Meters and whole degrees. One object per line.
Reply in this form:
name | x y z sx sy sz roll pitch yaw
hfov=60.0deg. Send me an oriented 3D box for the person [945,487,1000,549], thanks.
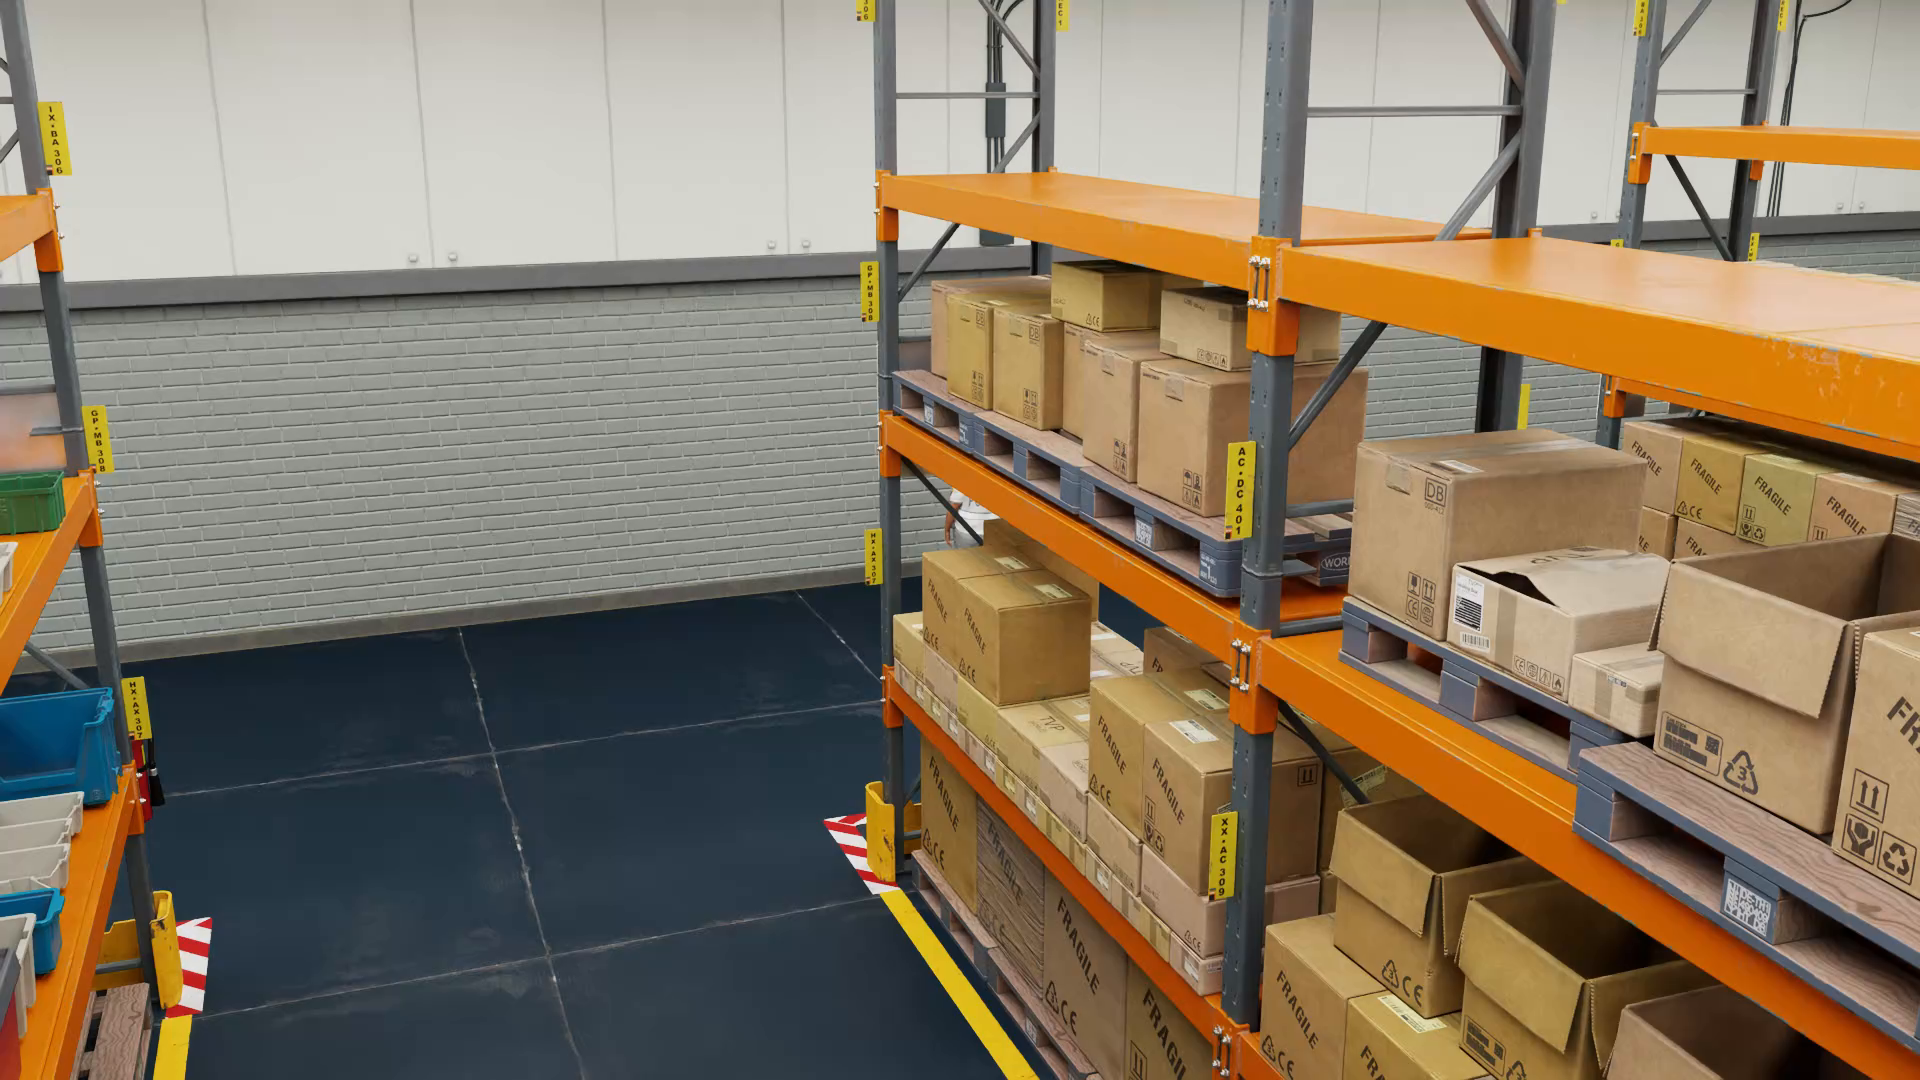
person | 0.130 -0.104 14.349 0.598 1.670 0.529 -6 17 -20
